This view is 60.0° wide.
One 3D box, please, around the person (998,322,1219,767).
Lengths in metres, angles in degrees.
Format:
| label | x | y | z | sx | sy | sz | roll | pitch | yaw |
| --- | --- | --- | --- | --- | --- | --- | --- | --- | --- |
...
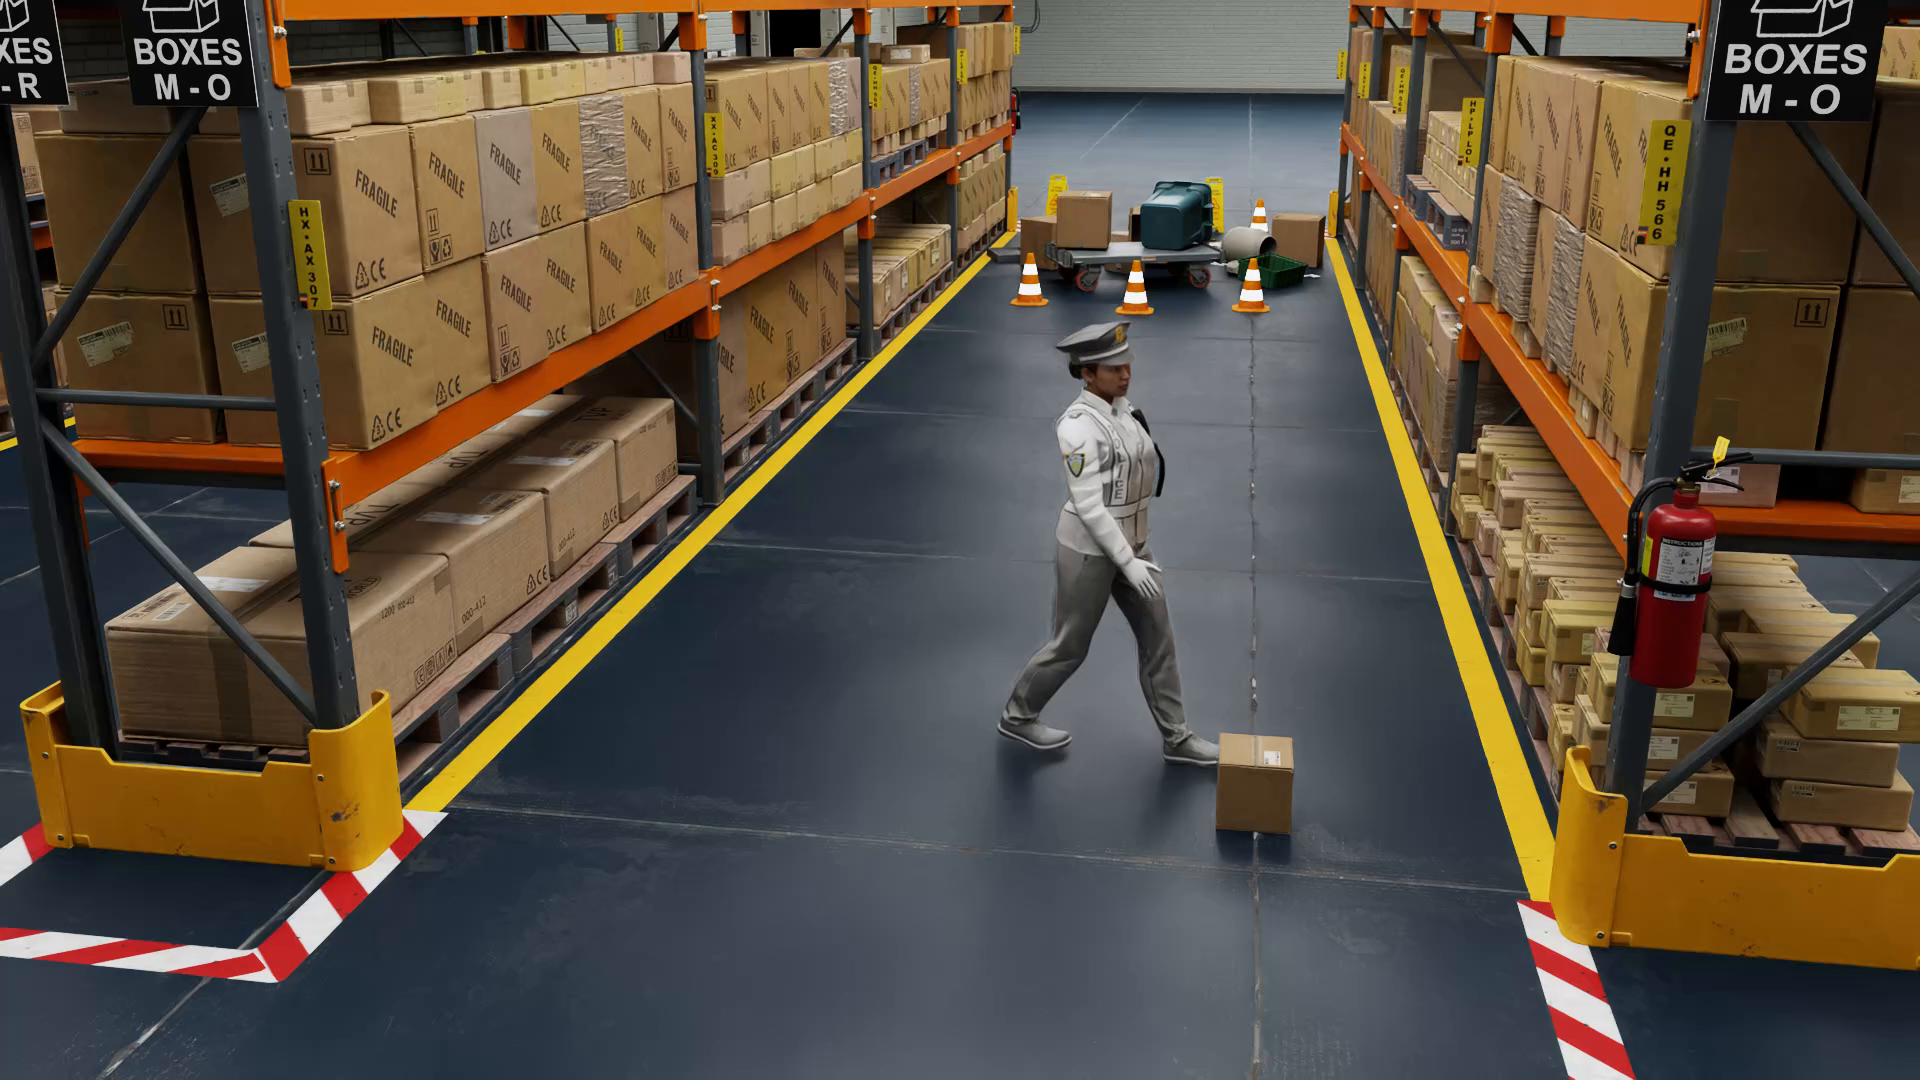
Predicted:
| label | x | y | z | sx | sy | sz | roll | pitch | yaw |
| --- | --- | --- | --- | --- | --- | --- | --- | --- | --- |
| person | 0.564 | 0.037 | 5.928 | 0.877 | 1.641 | 0.491 | 11 | 21 | 31 |
